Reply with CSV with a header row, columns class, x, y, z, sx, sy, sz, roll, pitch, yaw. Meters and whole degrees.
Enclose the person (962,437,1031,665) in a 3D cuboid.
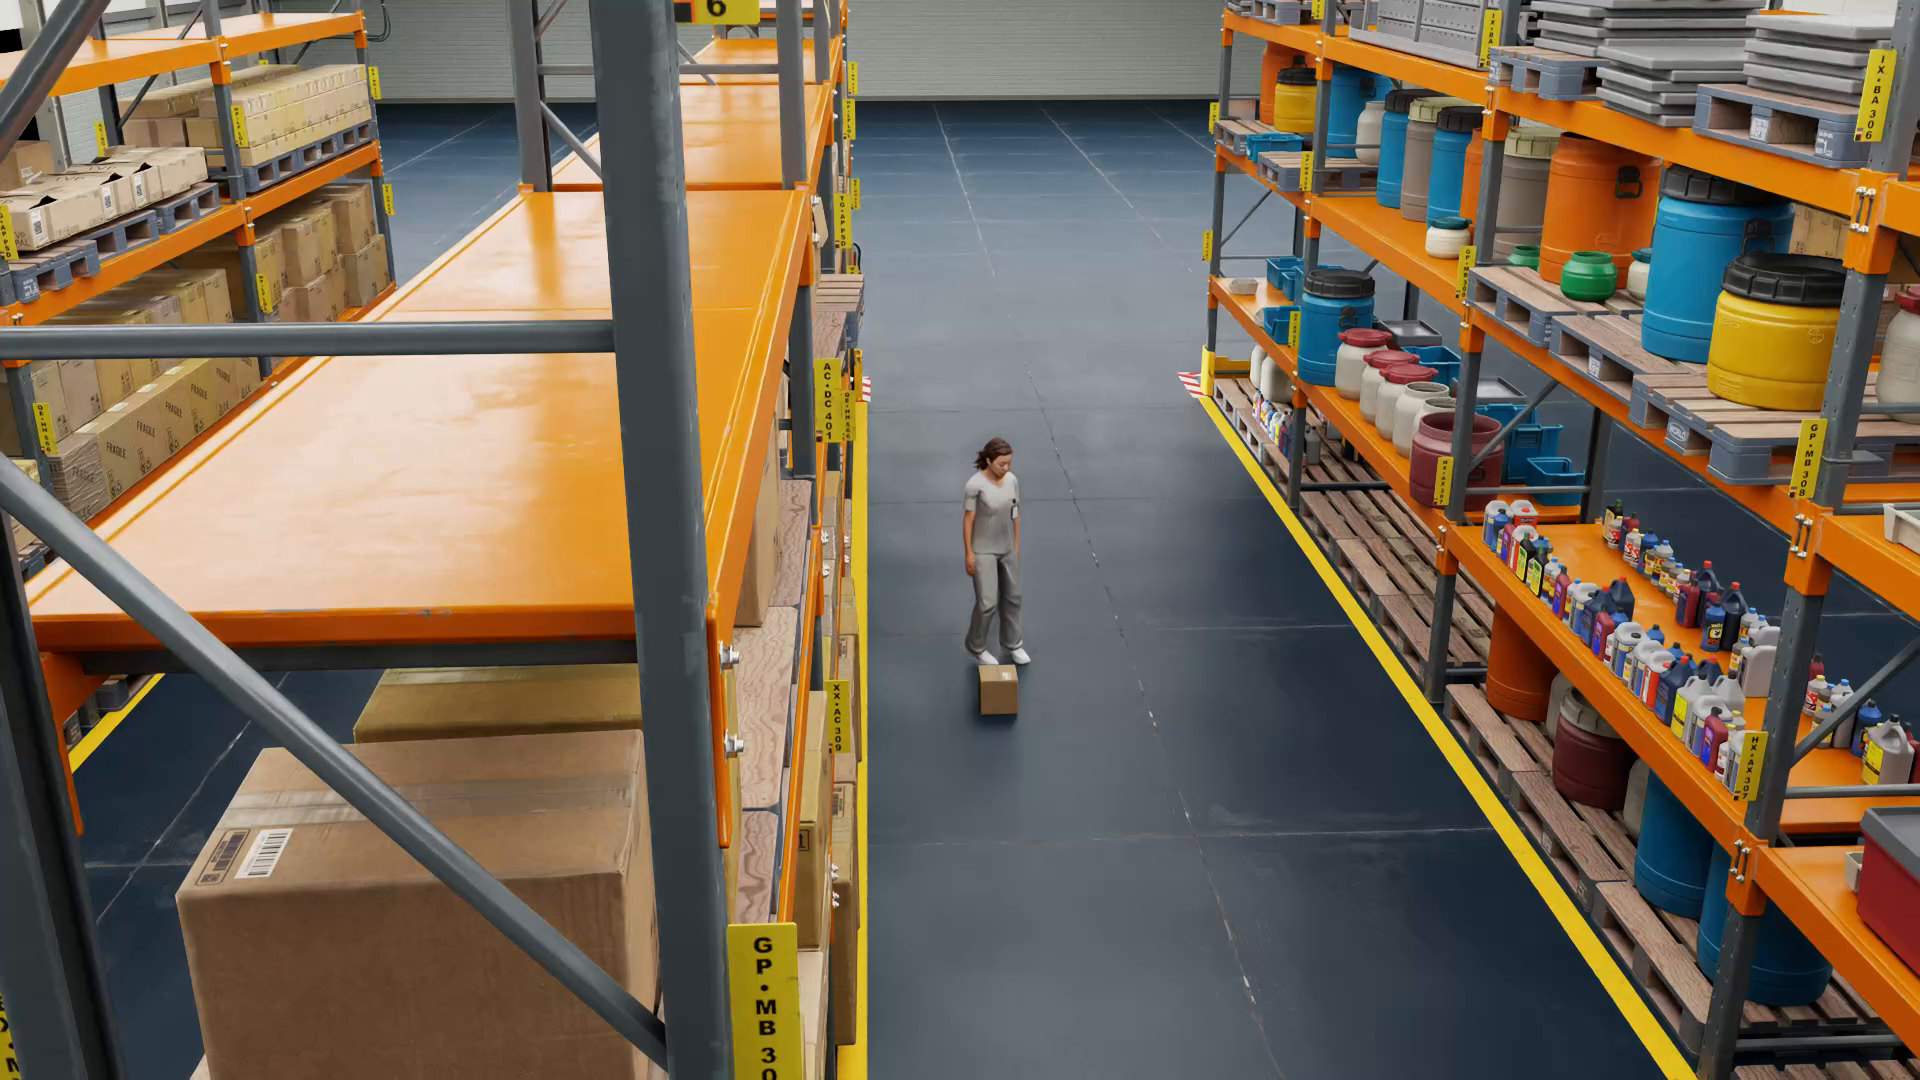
class,x,y,z,sx,sy,sz,roll,pitch,yaw
person,0.243,0.087,11.600,0.481,1.675,0.399,-13,24,-31
